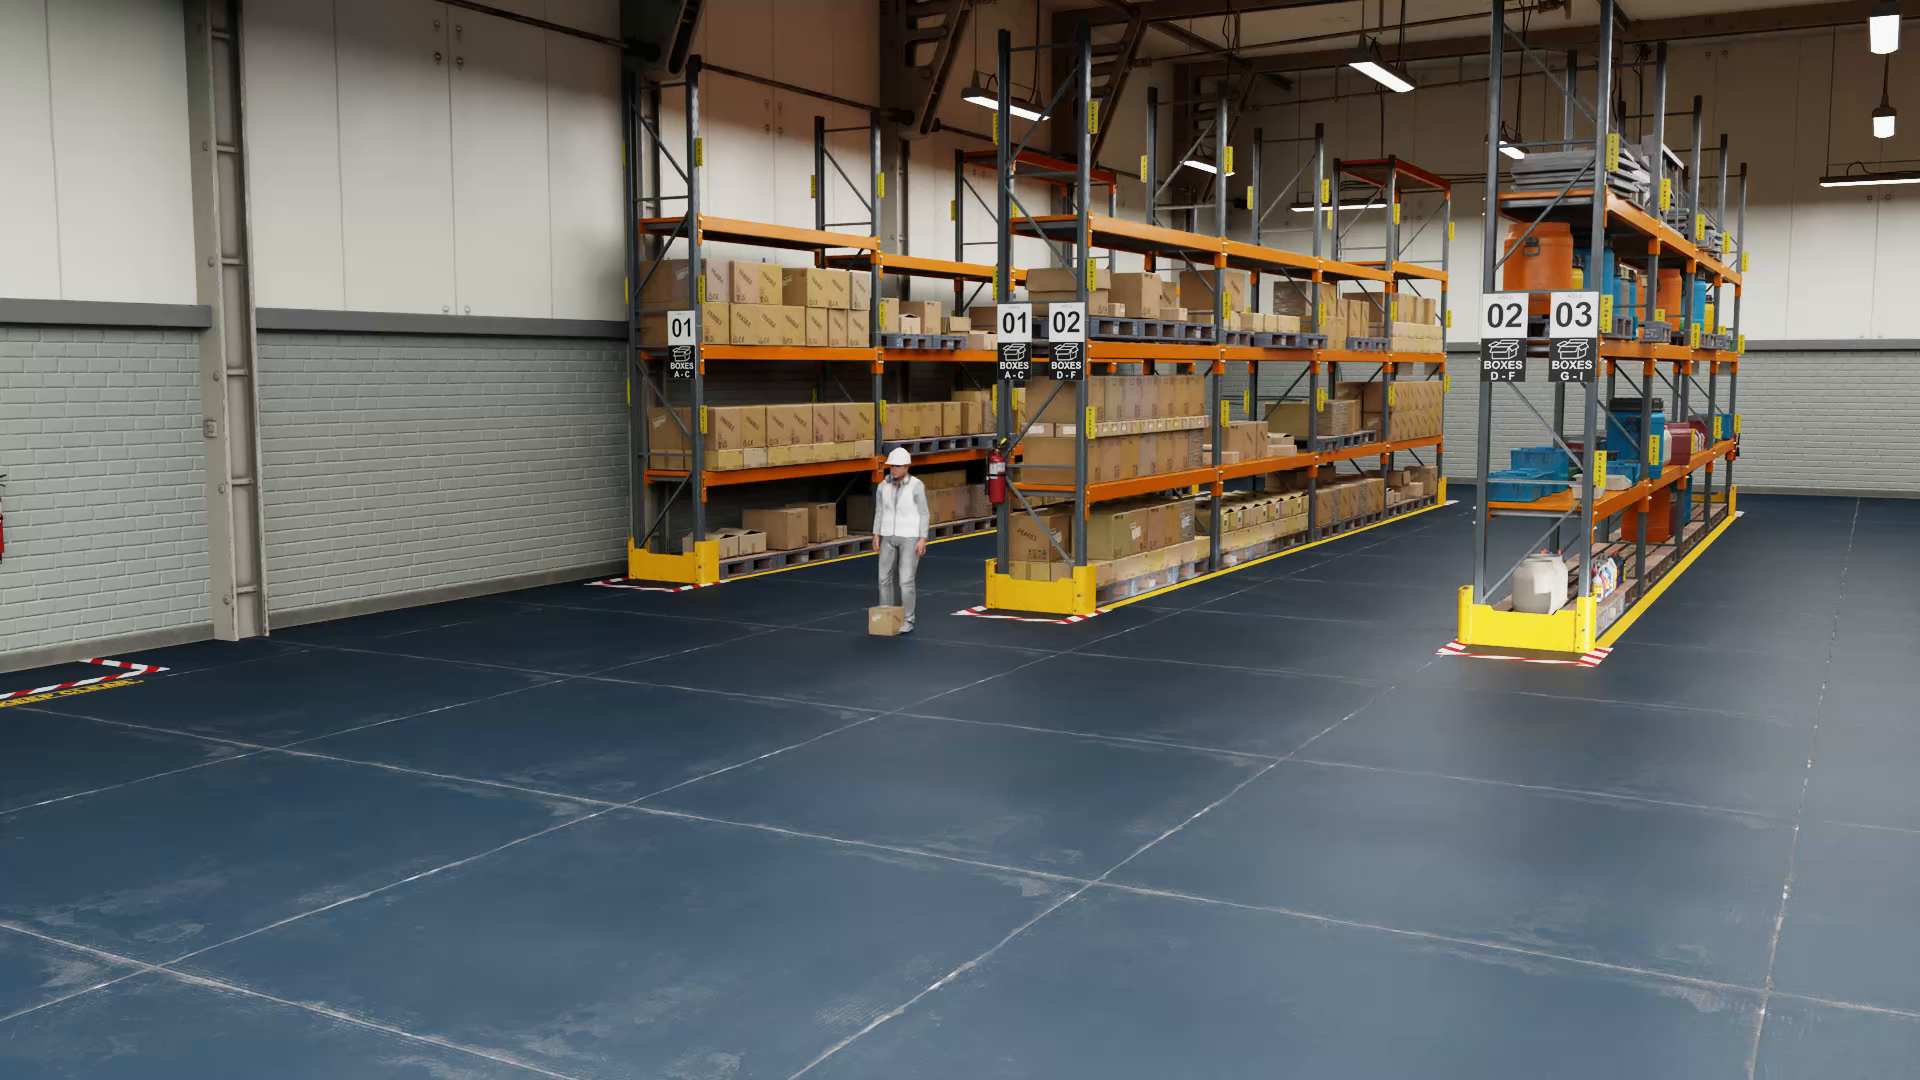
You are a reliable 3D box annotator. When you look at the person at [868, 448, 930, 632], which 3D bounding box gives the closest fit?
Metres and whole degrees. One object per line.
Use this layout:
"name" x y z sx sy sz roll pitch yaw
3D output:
"person" -0.581 -0.007 16.083 0.583 1.767 0.476 3 7 25
